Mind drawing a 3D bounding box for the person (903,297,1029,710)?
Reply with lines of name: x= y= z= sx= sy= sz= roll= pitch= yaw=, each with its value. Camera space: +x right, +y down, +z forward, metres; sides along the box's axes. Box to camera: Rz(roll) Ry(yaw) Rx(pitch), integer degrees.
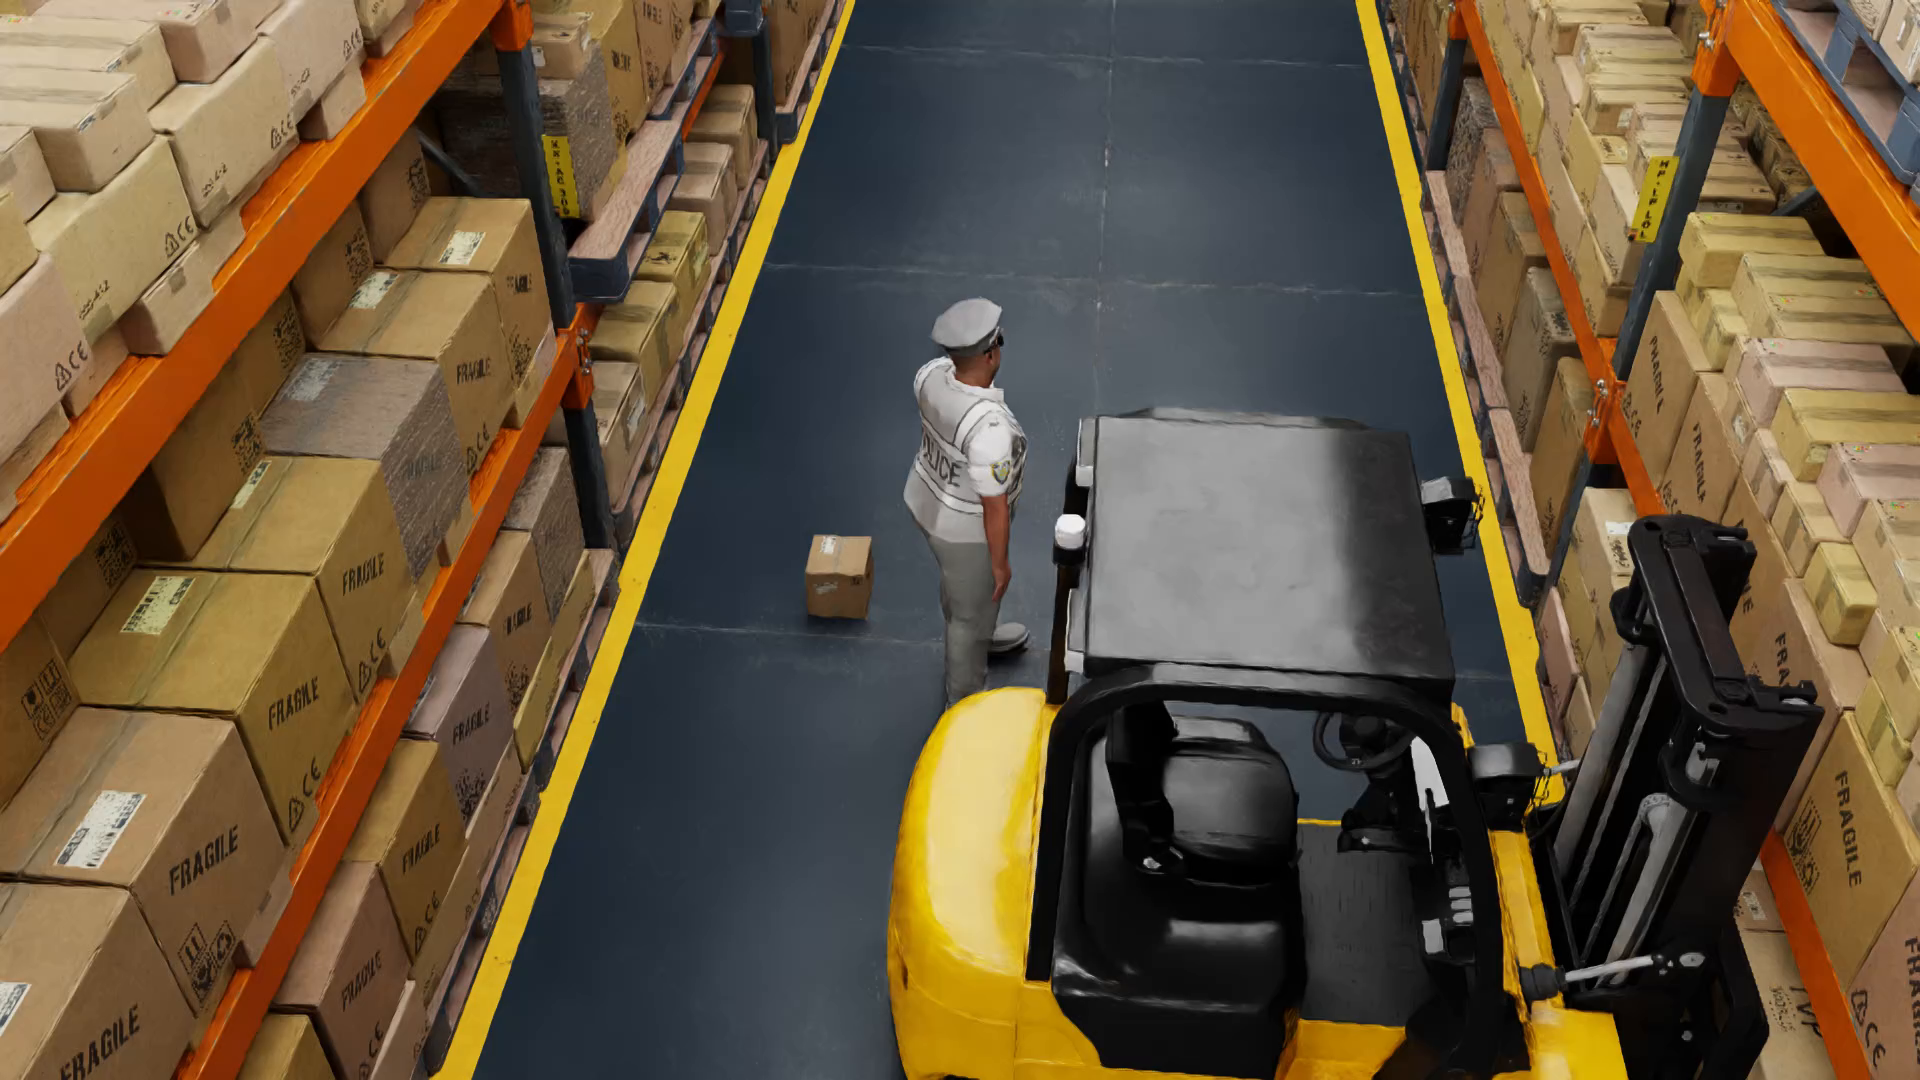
person: x=0.099 y=-0.095 z=6.227 sx=0.544 sy=1.769 sz=0.590 roll=-19 pitch=43 yaw=-21
